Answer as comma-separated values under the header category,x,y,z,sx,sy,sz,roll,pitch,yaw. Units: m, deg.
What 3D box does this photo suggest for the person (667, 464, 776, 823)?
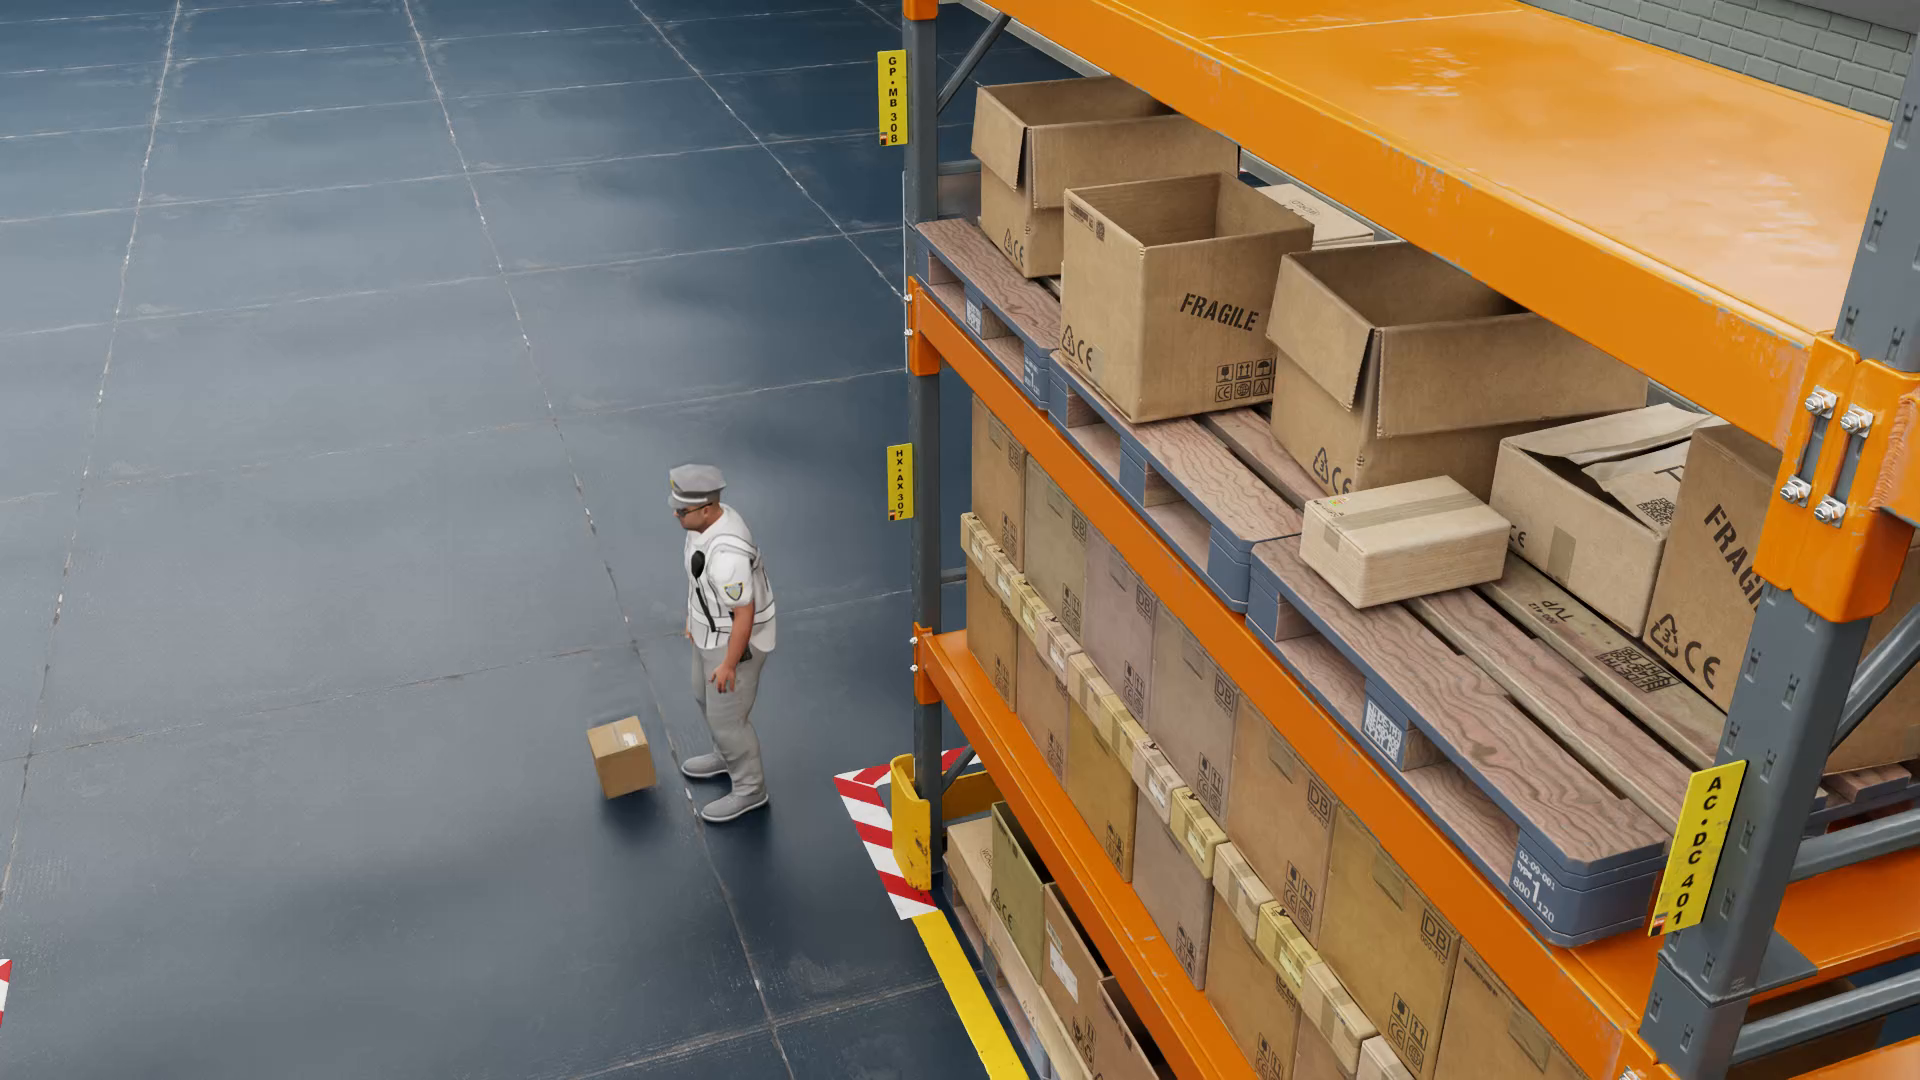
category,x,y,z,sx,sy,sz,roll,pitch,yaw
person,-1.065,0.445,7.557,0.436,1.746,0.577,-11,32,-19
